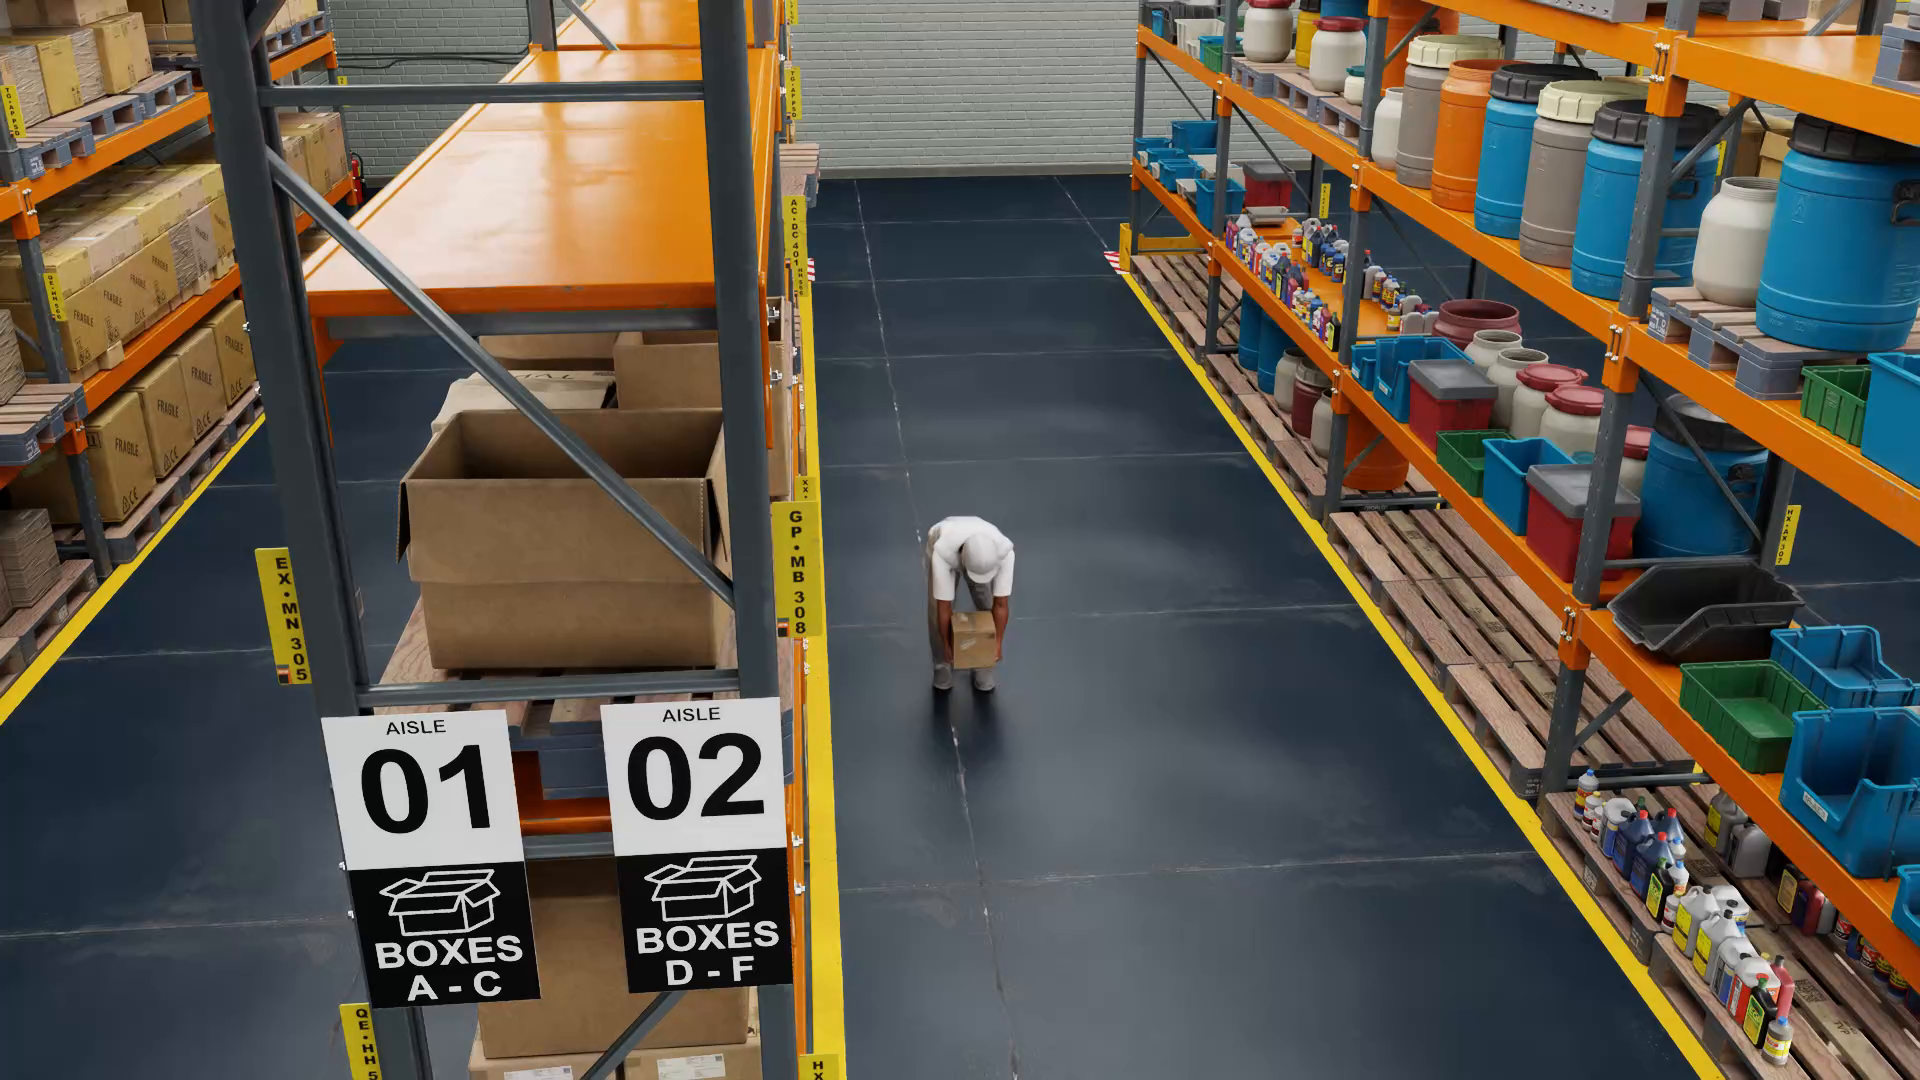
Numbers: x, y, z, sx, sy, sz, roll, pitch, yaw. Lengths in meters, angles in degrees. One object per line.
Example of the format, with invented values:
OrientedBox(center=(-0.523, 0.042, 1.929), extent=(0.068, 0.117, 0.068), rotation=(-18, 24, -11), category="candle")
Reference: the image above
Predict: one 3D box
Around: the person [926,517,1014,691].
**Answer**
OrientedBox(center=(0.065, 0.390, 10.067), extent=(0.498, 1.231, 0.945), rotation=(-3, 24, -7), category="person")
